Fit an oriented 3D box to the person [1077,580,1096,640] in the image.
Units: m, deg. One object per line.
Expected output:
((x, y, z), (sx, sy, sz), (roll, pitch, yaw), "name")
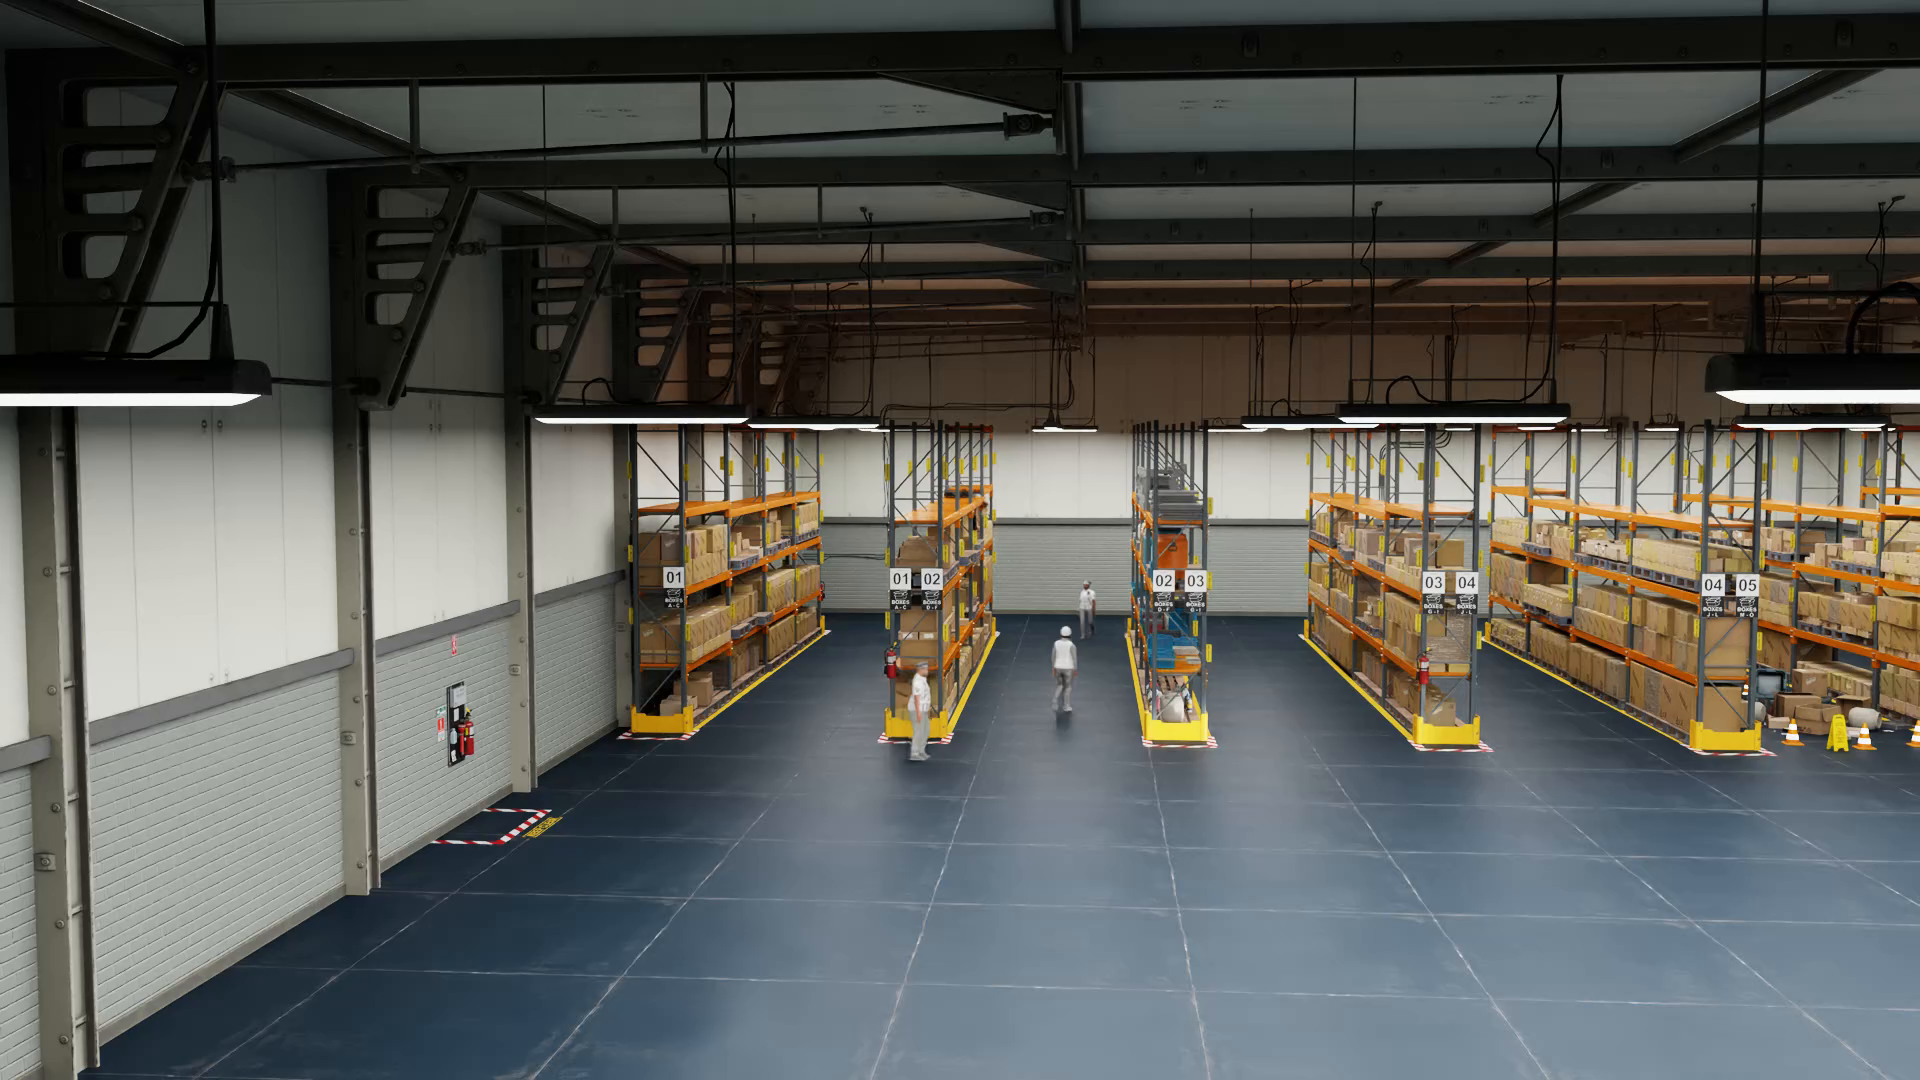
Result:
((3.540, 1.937, 46.494), (0.520, 1.668, 0.575), (1, 4, 14), "person")

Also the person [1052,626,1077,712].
((2.149, 2.655, 34.262), (0.538, 1.766, 0.524), (3, 5, 38), "person")

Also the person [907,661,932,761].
((-0.723, 3.016, 29.255), (0.413, 1.786, 0.655), (0, 4, 6), "person")
